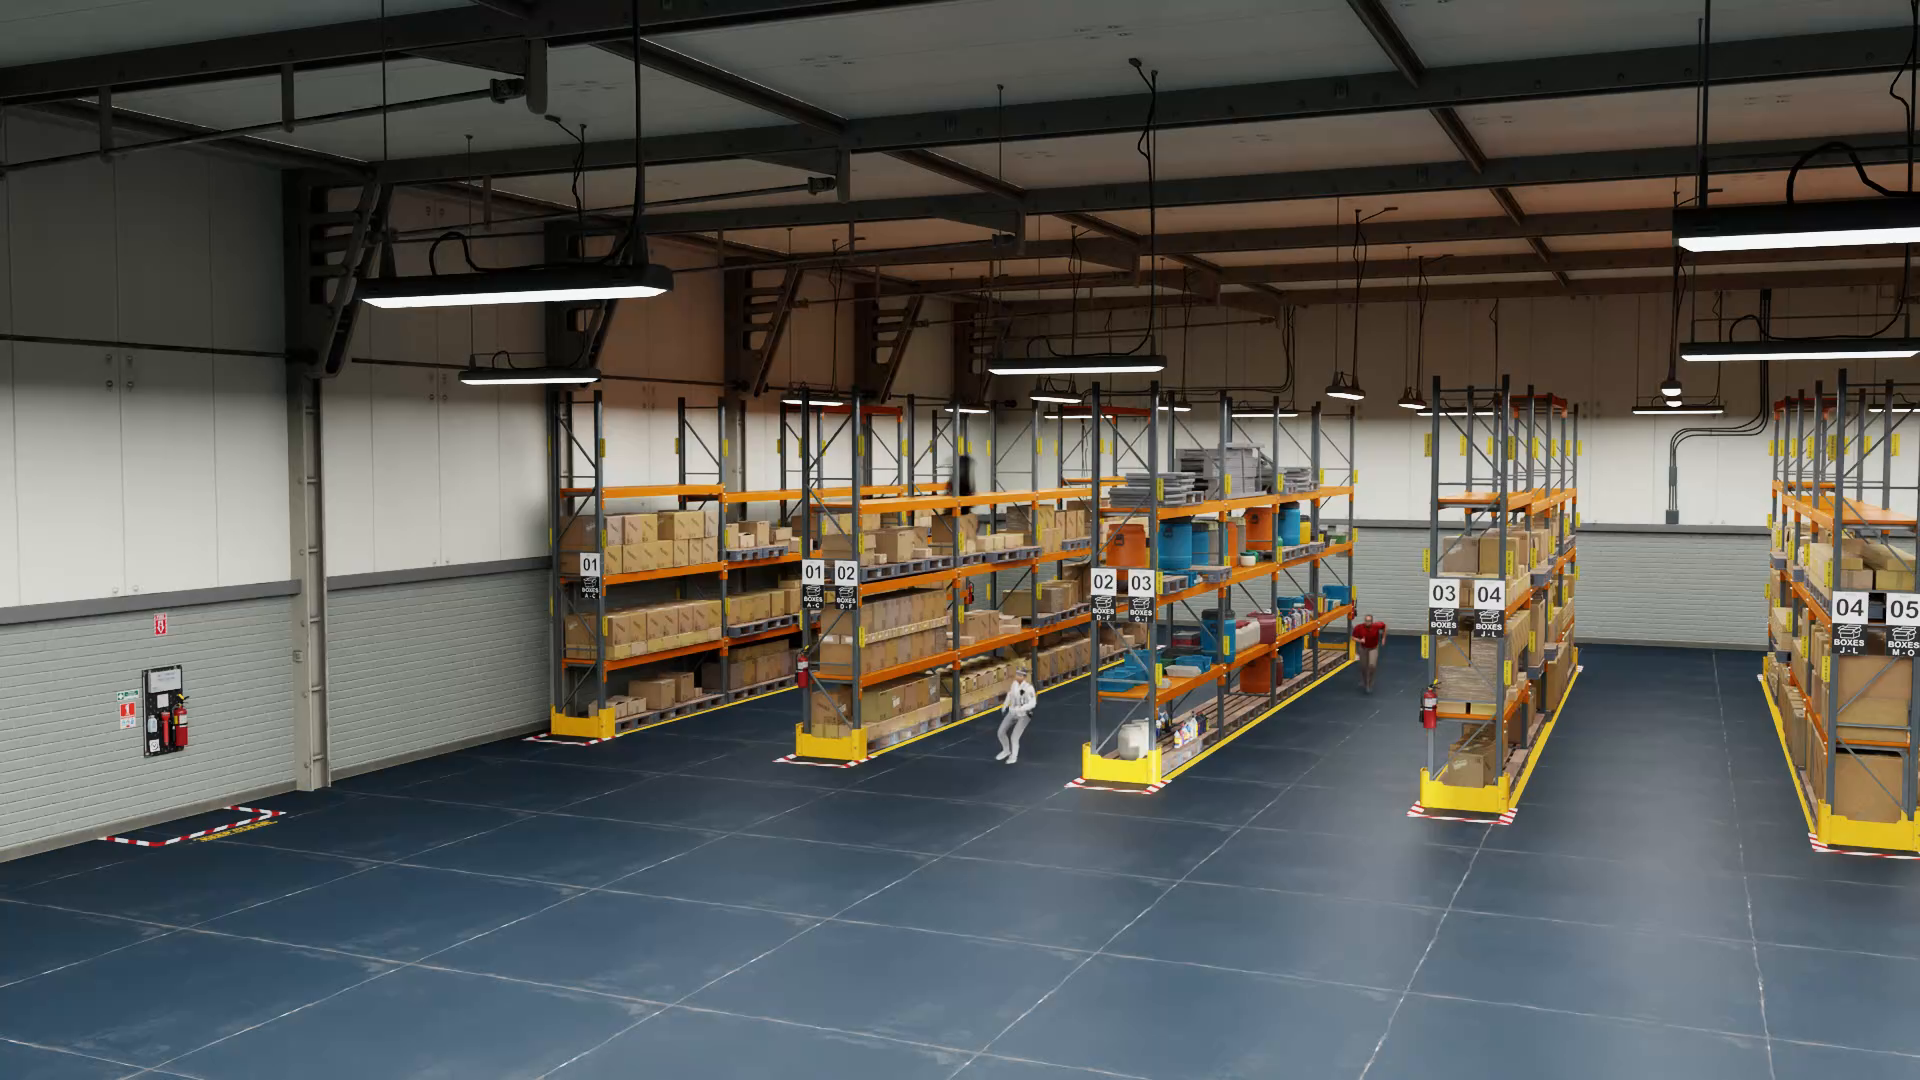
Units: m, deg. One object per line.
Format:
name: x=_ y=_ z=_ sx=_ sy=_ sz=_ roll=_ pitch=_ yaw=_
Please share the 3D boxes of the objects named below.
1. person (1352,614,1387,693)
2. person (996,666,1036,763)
person: x=8.423 y=2.336 z=34.247 sx=0.712 sy=1.689 sz=1.017 roll=1 pitch=3 yaw=11
person: x=0.868 y=2.767 z=26.280 sx=0.783 sy=1.584 sz=0.611 roll=2 pitch=4 yaw=31
